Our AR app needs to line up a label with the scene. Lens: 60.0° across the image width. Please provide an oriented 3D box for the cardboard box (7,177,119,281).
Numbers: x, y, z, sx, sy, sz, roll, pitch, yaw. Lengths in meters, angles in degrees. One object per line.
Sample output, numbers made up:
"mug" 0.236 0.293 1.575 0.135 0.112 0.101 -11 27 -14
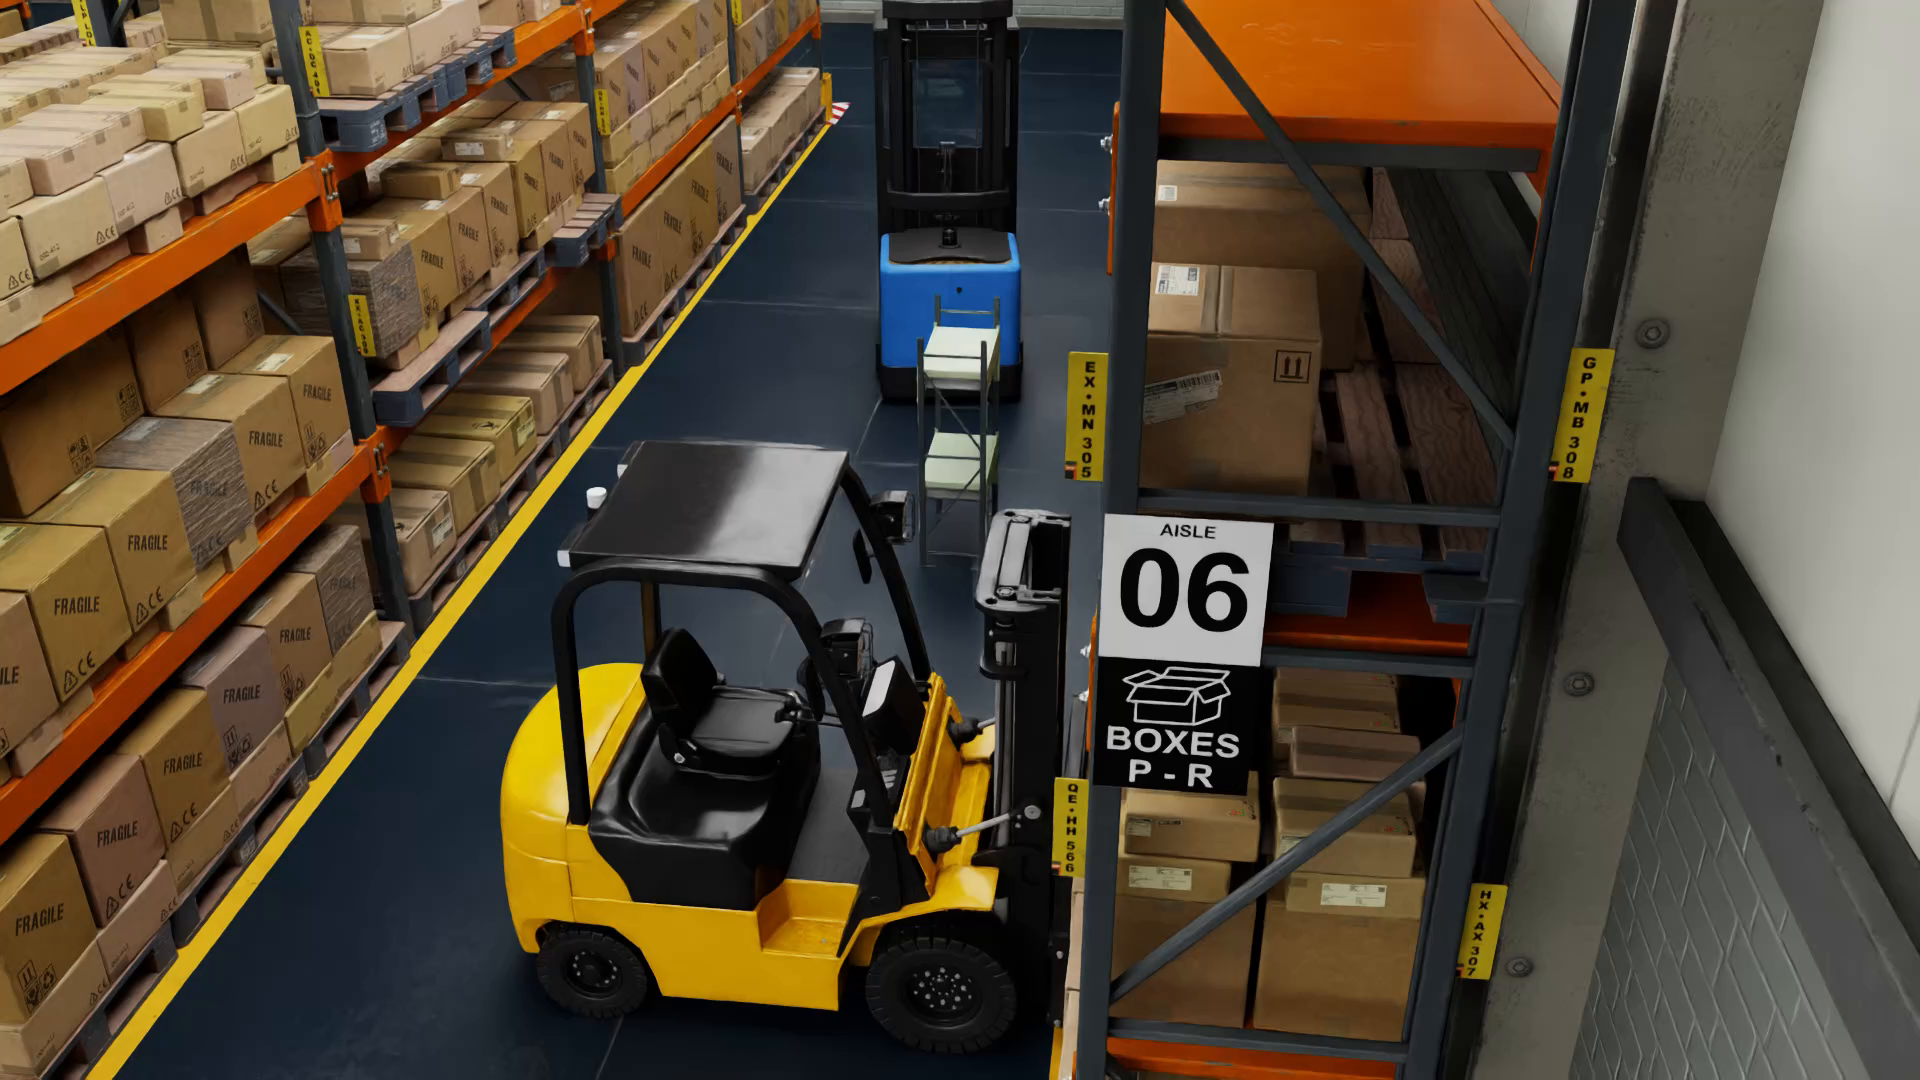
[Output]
"cardboard box" -3.571 -1.187 6.265 0.500 0.250 0.500 4 29 7

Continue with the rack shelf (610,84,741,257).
"rack shelf" -2.865 -3.250 14.170 1.077 0.370 4.000 3 28 6

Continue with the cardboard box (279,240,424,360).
"cardboard box" -3.258 -1.306 8.942 0.500 0.500 0.500 4 29 7

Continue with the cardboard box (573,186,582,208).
"cardboard box" -2.877 -2.401 11.658 0.380 0.149 0.250 4 29 7

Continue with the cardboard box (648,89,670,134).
"cardboard box" -2.665 -3.481 13.471 0.500 0.250 0.500 3 28 6

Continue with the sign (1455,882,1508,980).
"sign" 1.387 1.046 4.441 0.100 0.325 0.005 3 28 6

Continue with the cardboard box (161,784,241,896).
"cardboard box" -3.592 1.305 7.413 0.500 0.250 0.500 5 29 10

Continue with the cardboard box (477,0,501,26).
"cardboard box" -3.268 -3.272 10.181 0.797 0.503 0.637 3 28 6

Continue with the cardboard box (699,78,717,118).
"cardboard box" -2.488 -3.977 14.919 0.500 0.250 0.500 3 28 5

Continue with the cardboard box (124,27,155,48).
"cardboard box" -7.498 -4.512 14.950 0.380 0.149 0.250 3 28 6

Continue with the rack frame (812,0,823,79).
"rack frame" -2.129 -6.391 19.242 1.000 3.000 0.127 3 28 6

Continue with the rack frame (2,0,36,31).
"rack frame" -11.965 -6.967 20.311 1.000 3.000 0.127 3 28 6

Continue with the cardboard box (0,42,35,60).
"cardboard box" -8.236 -4.190 14.351 0.380 0.149 0.250 4 29 8

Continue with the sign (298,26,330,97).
"sign" -3.060 -2.263 7.872 0.100 0.325 0.005 3 28 6

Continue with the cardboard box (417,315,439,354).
"cardboard box" -3.179 -1.175 9.383 0.380 0.149 0.250 4 29 7

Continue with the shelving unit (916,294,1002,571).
"shelving unit" -0.001 -0.657 10.181 0.431 1.500 0.755 3 28 6

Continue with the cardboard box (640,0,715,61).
"cardboard box" -2.481 -4.523 14.616 0.500 0.500 0.500 4 29 7

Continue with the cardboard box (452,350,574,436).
"cardboard box" -3.271 -1.040 11.638 0.950 0.372 0.625 3 28 5

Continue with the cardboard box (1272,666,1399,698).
"cardboard box" 1.219 0.459 5.424 0.380 0.149 0.250 4 29 6

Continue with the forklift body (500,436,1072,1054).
"forklift body" -0.741 0.802 6.785 2.313 2.155 1.214 3 28 6

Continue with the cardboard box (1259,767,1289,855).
"cardboard box" 1.103 0.833 5.044 0.380 0.149 0.250 3 28 6

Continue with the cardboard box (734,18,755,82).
"cardboard box" -2.302 -4.758 16.105 0.500 0.500 0.500 4 29 8

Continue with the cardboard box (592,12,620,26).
"cardboard box" -3.115 -4.081 13.795 0.500 0.500 0.500 3 28 5

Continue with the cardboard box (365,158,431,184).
"cardboard box" -3.579 -2.056 10.333 0.500 0.500 0.500 2 28 4

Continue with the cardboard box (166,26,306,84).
"cardboard box" -3.672 -2.465 8.508 0.500 0.250 0.500 3 28 5

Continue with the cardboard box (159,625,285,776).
"cardboard box" -3.528 0.727 7.696 0.500 0.500 0.500 5 29 9

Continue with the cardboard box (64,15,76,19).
"cardboard box" -8.077 -4.794 15.473 0.380 0.149 0.250 4 29 8

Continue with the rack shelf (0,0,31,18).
"rack shelf" -12.210 -5.709 18.734 1.077 0.370 4.000 3 28 6

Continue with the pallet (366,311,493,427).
"pallet" -3.362 -1.009 9.455 1.003 0.211 1.213 3 28 6

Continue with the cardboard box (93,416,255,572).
"cardboard box" -3.523 -0.207 7.344 0.500 0.500 0.500 4 29 8

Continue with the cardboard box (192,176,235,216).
"cardboard box" -3.461 -1.550 7.360 0.380 0.149 0.250 4 29 7

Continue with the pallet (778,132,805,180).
"pallet" -2.302 -4.210 18.134 1.003 0.211 1.213 3 28 6

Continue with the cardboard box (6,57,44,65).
"cardboard box" -7.657 -3.902 13.817 0.380 0.149 0.250 5 29 9

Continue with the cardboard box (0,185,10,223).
"cardboard box" -3.584 -1.164 5.801 0.380 0.149 0.250 4 29 8

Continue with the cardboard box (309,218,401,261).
"cardboard box" -3.191 -1.589 8.783 0.380 0.149 0.250 3 28 6

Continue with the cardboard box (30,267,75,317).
"cardboard box" -3.581 -0.942 6.230 0.380 0.149 0.250 3 28 5

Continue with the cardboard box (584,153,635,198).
"cardboard box" -2.800 -2.775 12.688 0.500 0.250 0.500 3 28 5

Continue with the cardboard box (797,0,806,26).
"cardboard box" -2.002 -5.957 18.332 0.500 0.500 0.500 3 28 5

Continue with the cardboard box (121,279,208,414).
"cardboard box" -3.953 -0.924 7.621 0.700 0.500 0.500 4 29 6

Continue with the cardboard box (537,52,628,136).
"cardboard box" -2.806 -3.327 12.396 0.500 0.500 0.500 2 28 5

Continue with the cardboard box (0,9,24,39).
"cardboard box" -11.964 -5.910 20.148 0.875 0.875 0.875 3 28 6

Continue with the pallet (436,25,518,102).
"pallet" -3.294 -2.753 9.525 1.213 0.211 1.003 3 28 6

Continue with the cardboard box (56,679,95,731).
"cardboard box" -3.638 0.623 6.488 0.380 0.149 0.250 4 29 8

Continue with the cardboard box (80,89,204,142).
"cardboard box" -3.400 -1.768 6.922 0.380 0.149 0.250 4 29 8

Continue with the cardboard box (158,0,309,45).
"cardboard box" -3.655 -2.682 8.384 0.500 0.250 0.500 4 29 7

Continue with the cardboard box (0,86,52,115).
"cardboard box" -4.065 -1.804 6.990 0.380 0.149 0.250 3 28 6

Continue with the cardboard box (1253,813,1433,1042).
"cardboard box" 1.173 1.166 5.109 0.500 0.500 0.500 4 29 8

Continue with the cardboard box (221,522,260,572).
"cardboard box" -3.458 0.016 7.615 0.380 0.149 0.250 3 28 5

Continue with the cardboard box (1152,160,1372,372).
"cardboard box" 0.874 -0.865 5.169 0.700 0.500 0.500 4 29 7

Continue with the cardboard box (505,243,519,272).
"cardboard box" -3.028 -1.798 10.538 0.380 0.149 0.250 2 28 5

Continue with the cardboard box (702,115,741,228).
"cardboard box" -2.616 -3.461 15.601 0.875 0.875 0.875 4 29 8

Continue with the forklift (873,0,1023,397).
"forklift" -0.110 -3.011 13.041 1.130 2.935 3.031 -1 28 -2

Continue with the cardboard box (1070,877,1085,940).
"cardboard box" 0.692 1.299 6.370 0.500 0.250 0.500 4 29 7

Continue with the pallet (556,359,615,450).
"pallet" -3.207 -1.030 12.231 1.003 0.211 1.213 3 28 6

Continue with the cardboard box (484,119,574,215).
"cardboard box" -2.942 -2.511 11.178 0.500 0.500 0.500 3 28 5
